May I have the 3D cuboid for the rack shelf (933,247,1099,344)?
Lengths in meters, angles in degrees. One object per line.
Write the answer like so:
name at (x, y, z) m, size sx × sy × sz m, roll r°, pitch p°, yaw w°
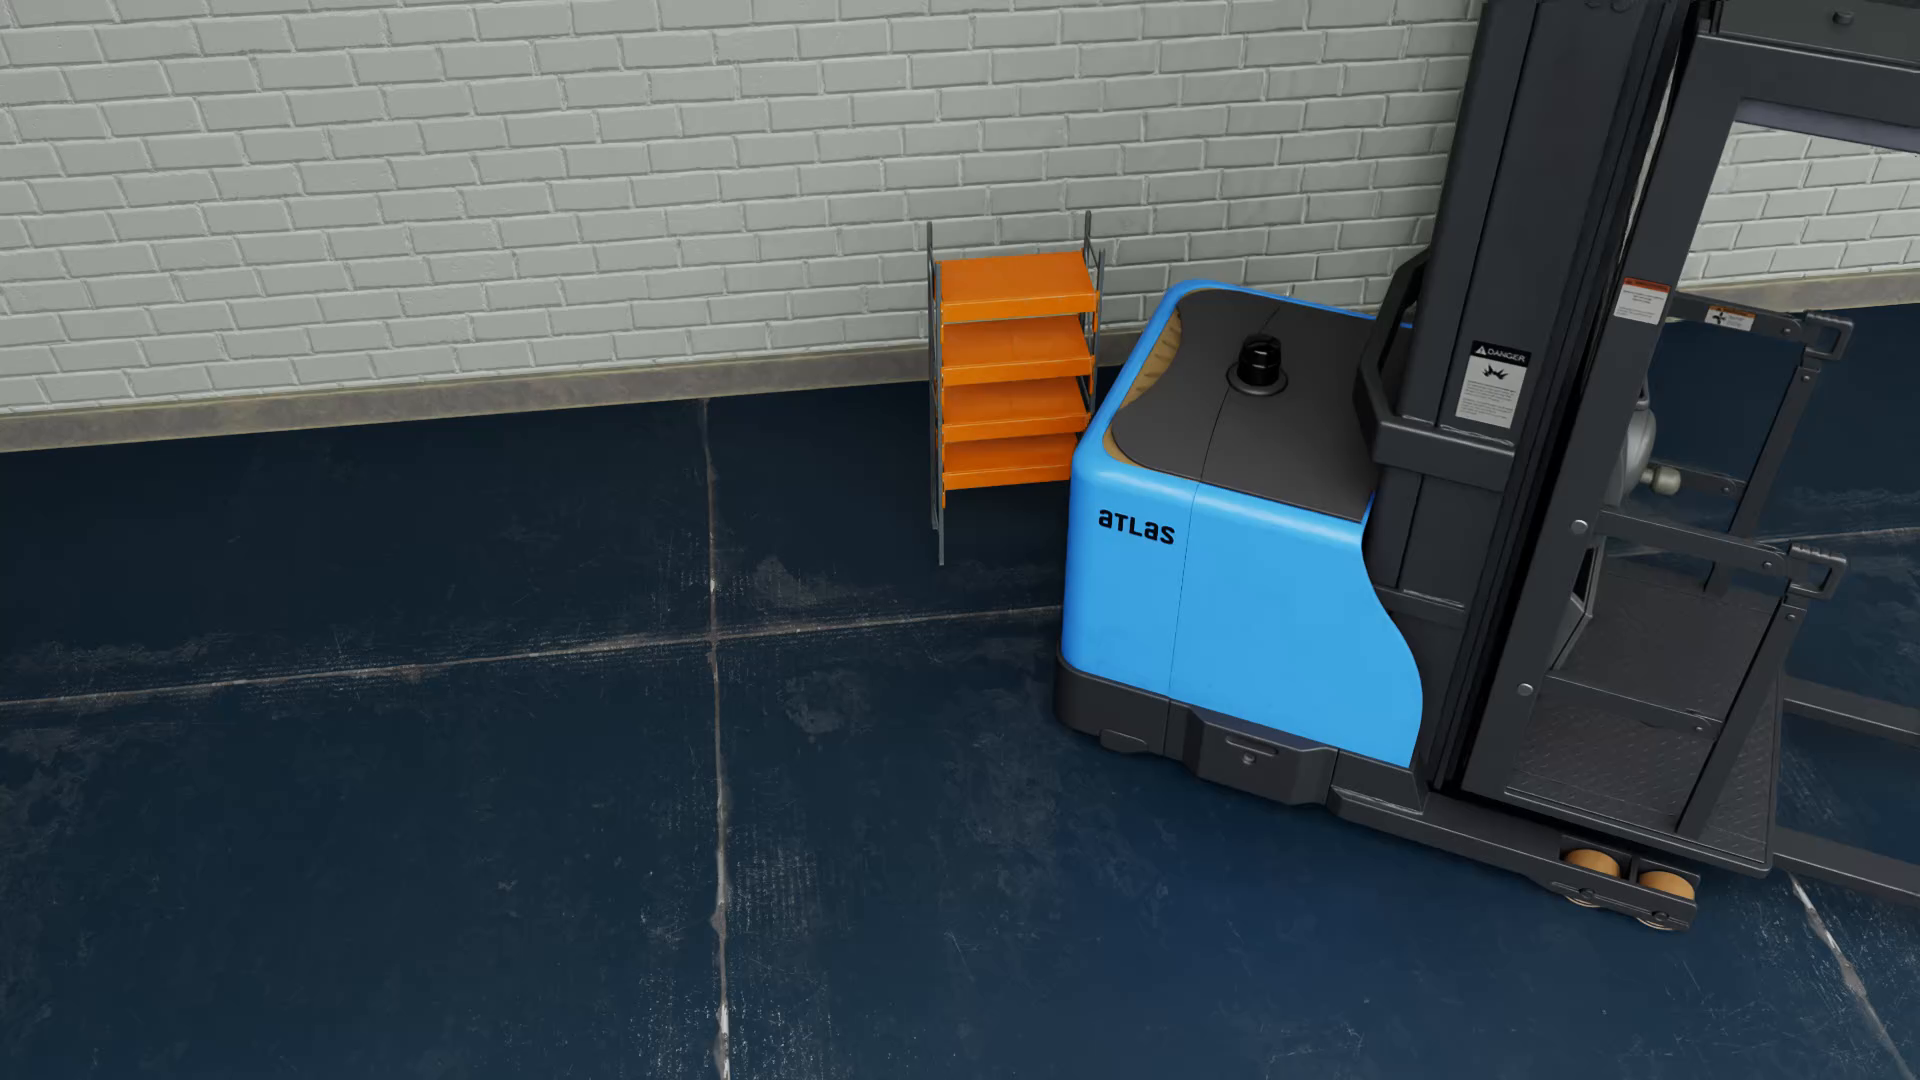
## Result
rack shelf at (0.164, -0.752, 5.101) m, size 0.480 × 0.148 × 0.258 m, roll -5°, pitch 42°, yaw -6°

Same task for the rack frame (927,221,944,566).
rack frame at (-0.078, -0.439, 5.341) m, size 0.015 × 1.200 × 0.240 m, roll -5°, pitch 42°, yaw -6°

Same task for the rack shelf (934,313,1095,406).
rack shelf at (0.164, -0.576, 5.259) m, size 0.480 × 0.148 × 0.258 m, roll -5°, pitch 42°, yaw -6°

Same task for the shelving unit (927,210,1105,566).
shelving unit at (0.164, -0.460, 5.364) m, size 0.503 × 1.200 × 0.258 m, roll -5°, pitch 42°, yaw -6°

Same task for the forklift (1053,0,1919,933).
forklift at (1.852, -0.427, 4.035) m, size 3.031 × 2.935 × 1.130 m, roll 16°, pitch 44°, yaw 17°

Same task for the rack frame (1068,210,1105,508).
rack frame at (0.406, -0.481, 5.388) m, size 0.015 × 1.200 × 0.240 m, roll -5°, pitch 42°, yaw -6°

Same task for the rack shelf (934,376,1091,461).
rack shelf at (0.164, -0.410, 5.409) m, size 0.480 × 0.148 × 0.258 m, roll -5°, pitch 42°, yaw -6°

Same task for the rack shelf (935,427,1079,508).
rack shelf at (0.164, -0.263, 5.542) m, size 0.480 × 0.148 × 0.258 m, roll -5°, pitch 42°, yaw -6°
